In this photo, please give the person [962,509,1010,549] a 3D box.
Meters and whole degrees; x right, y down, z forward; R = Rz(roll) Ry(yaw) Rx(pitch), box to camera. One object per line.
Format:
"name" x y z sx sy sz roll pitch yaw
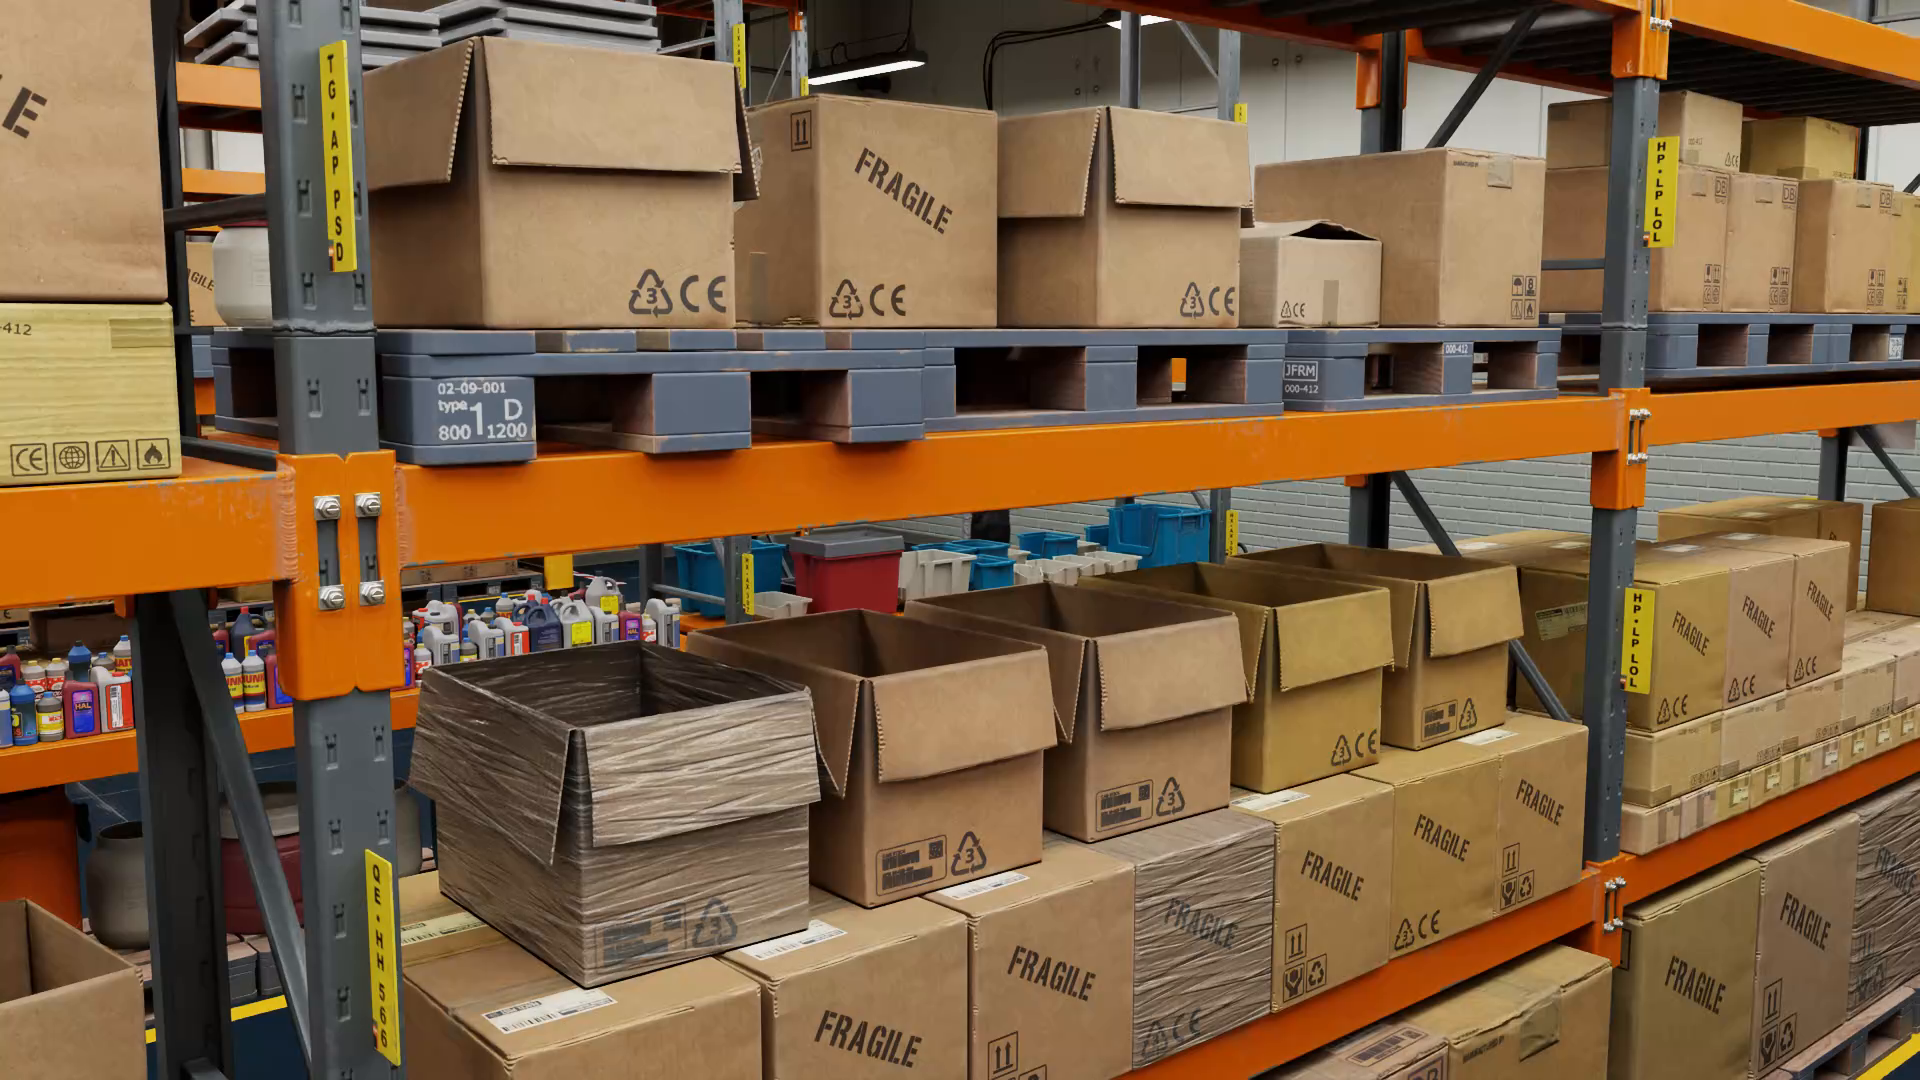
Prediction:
"person" 0.278 0.089 16.217 0.567 1.738 0.599 -5 9 -34
